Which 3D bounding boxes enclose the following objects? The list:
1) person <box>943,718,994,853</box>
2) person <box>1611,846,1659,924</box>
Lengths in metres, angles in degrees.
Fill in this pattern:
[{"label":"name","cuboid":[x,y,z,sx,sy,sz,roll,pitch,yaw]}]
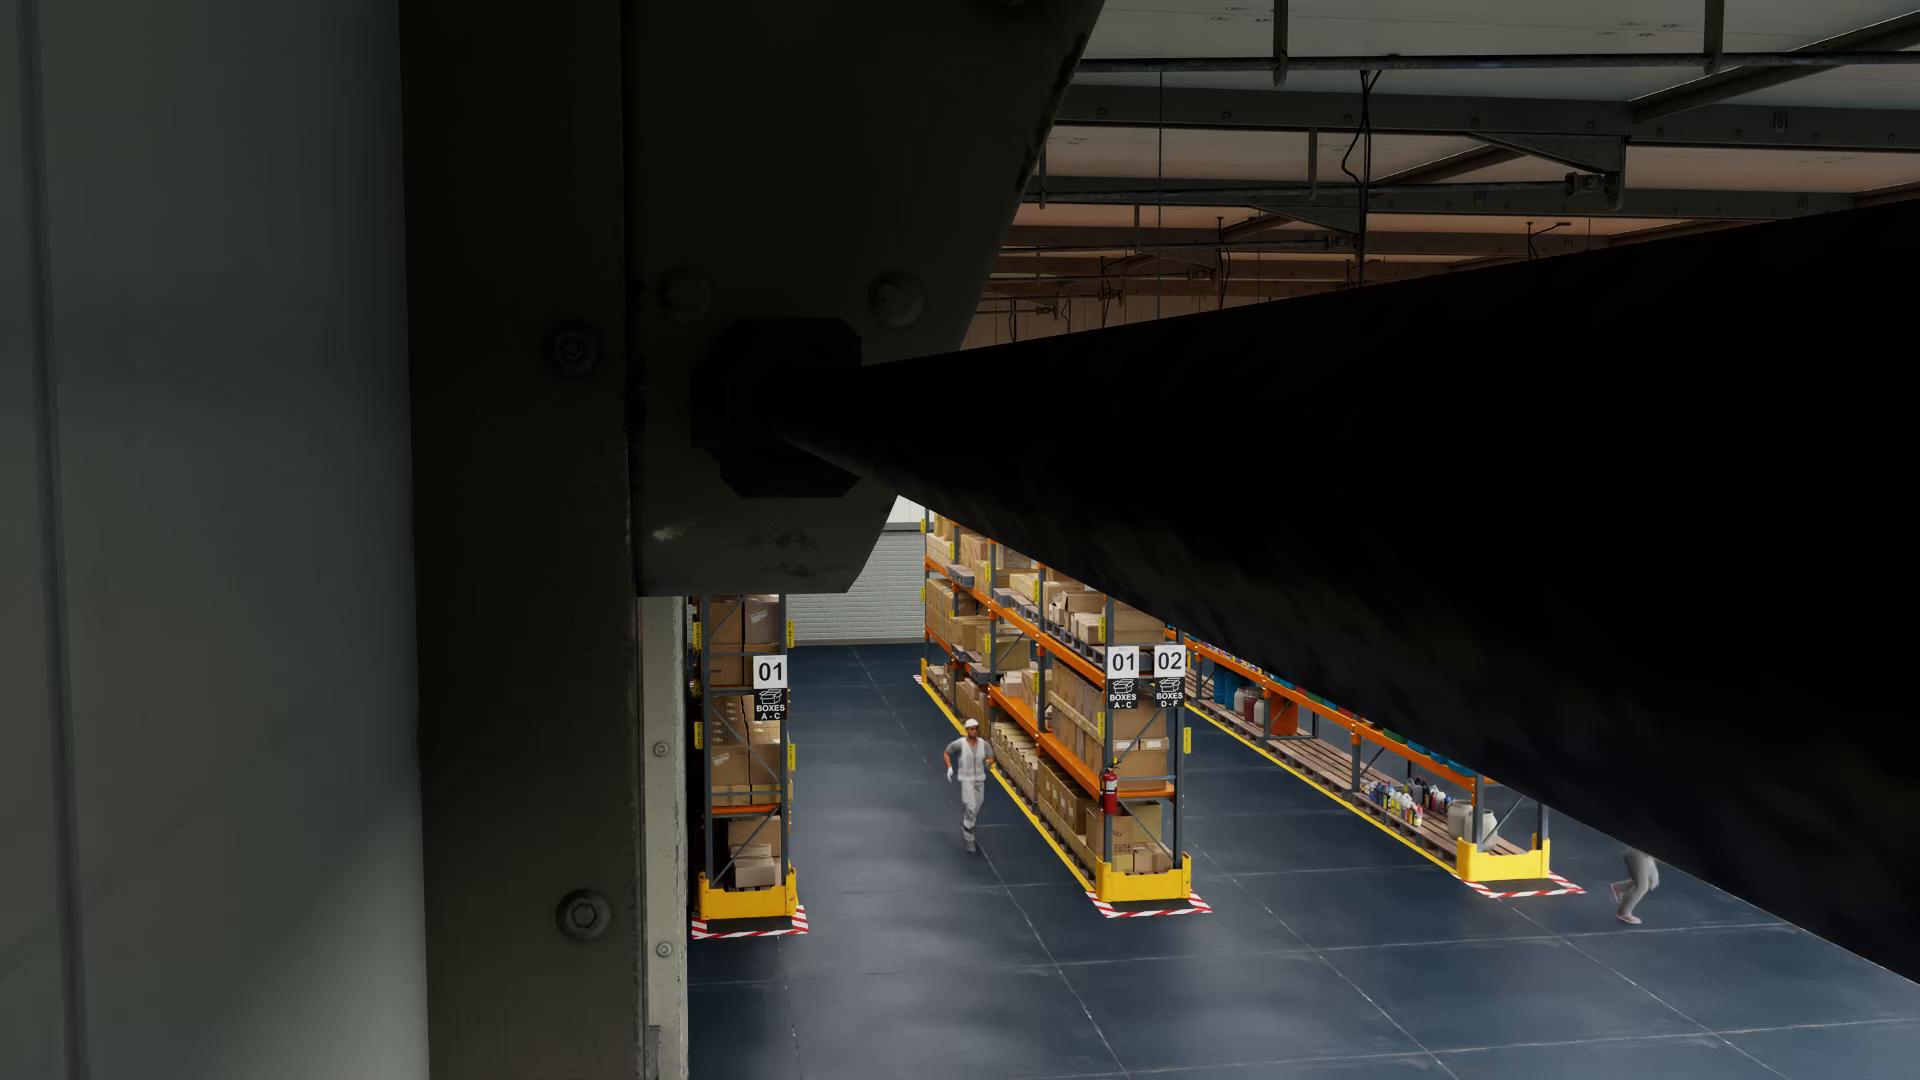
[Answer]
[{"label":"person","cuboid":[0.155,3.400,23.164,0.645,1.847,0.777,-2,6,-25]},{"label":"person","cuboid":[8.139,3.785,19.941,0.625,1.619,0.600,3,6,32]}]
